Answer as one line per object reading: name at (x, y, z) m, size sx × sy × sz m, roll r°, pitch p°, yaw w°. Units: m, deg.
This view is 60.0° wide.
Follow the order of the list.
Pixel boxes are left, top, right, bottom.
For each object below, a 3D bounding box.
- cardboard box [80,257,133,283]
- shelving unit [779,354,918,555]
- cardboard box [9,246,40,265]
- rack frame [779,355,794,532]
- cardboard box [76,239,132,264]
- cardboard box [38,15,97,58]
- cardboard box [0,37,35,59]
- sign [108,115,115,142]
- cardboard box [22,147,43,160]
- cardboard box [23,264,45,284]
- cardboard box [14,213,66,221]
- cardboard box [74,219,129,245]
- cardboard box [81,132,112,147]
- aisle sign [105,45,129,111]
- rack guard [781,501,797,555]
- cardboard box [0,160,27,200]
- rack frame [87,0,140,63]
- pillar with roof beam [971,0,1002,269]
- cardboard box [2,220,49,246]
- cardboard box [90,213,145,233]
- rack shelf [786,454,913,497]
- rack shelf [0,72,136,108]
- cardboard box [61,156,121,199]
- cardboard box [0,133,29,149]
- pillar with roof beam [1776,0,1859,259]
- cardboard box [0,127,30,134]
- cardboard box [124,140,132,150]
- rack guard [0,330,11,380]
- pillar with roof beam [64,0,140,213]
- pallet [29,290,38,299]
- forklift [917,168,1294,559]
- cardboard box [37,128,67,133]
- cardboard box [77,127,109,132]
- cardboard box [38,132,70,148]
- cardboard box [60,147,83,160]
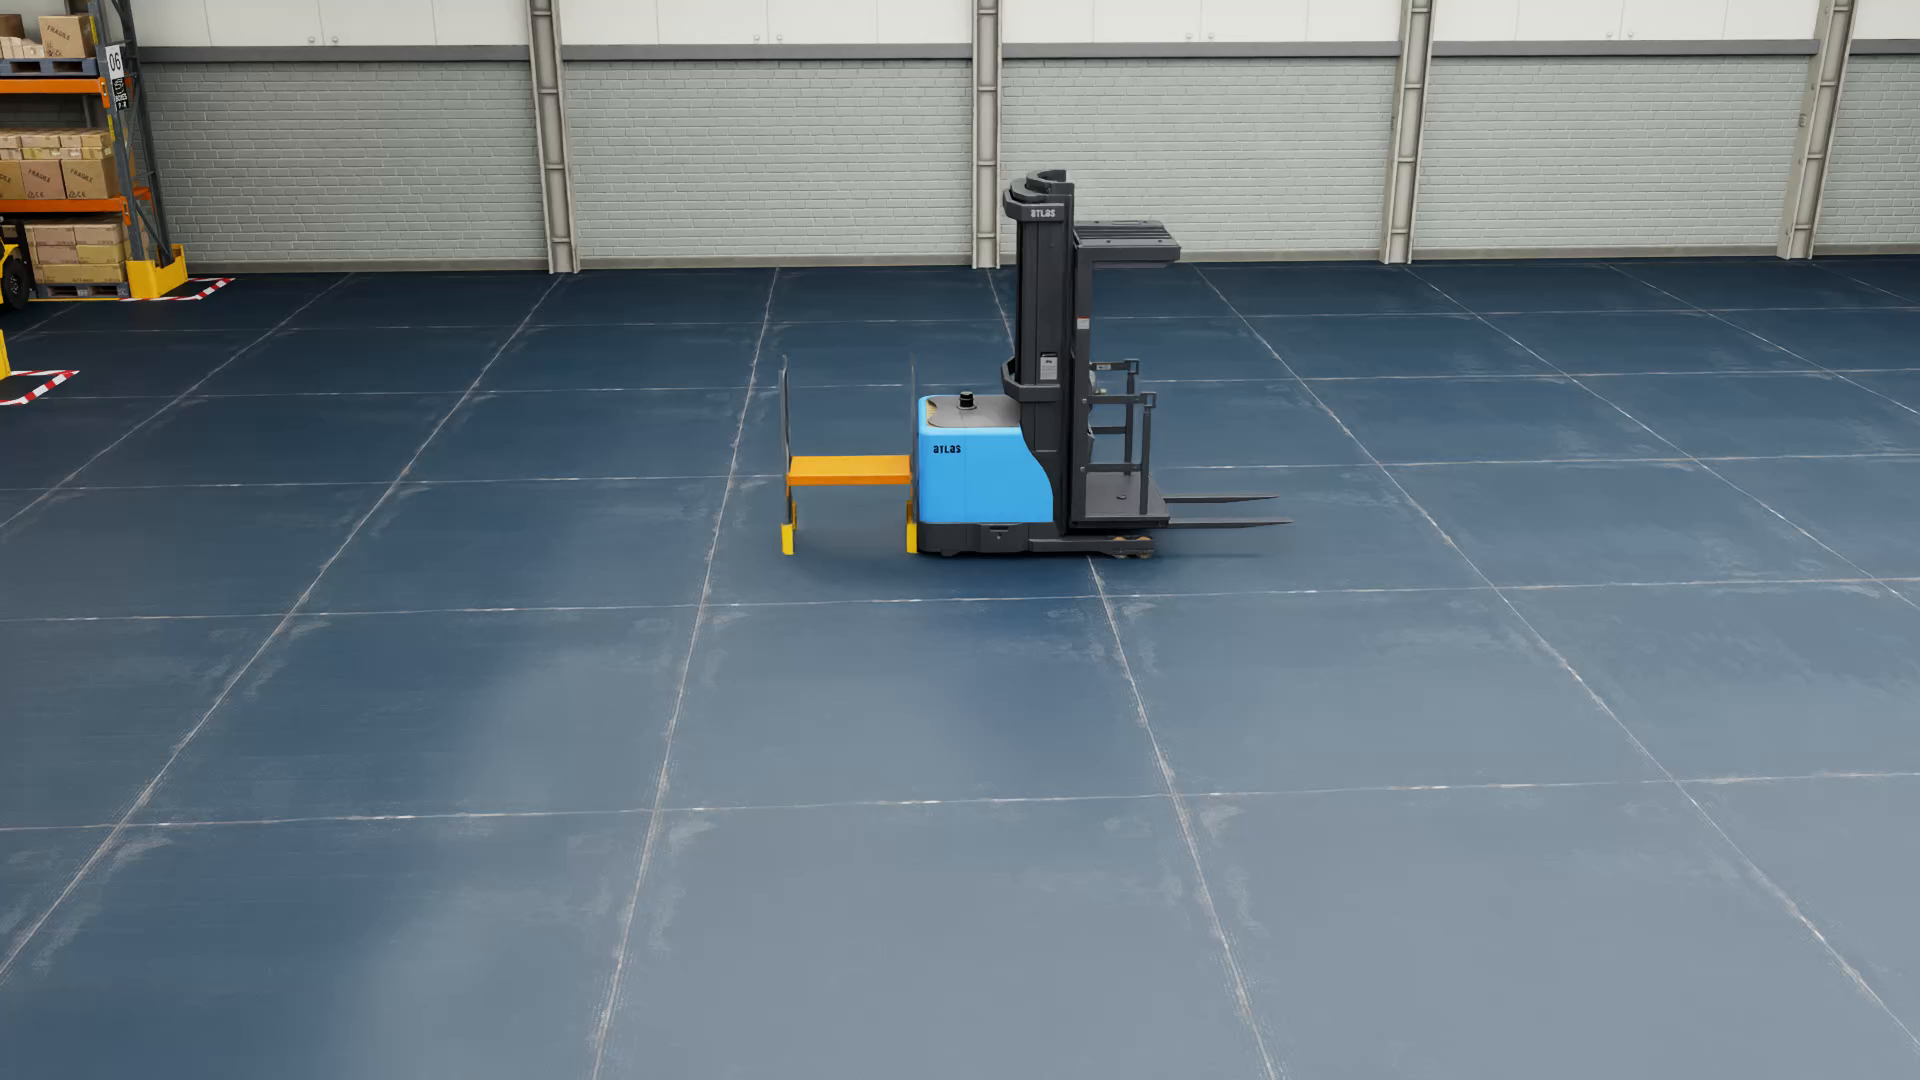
cardboard box at (-11.317, -3.592, 22.114) m, size 0.500 × 0.250 × 0.500 m, roll -1°, pitch 21°, yaw -3°
shelving unit at (-0.891, -0.692, 13.331) m, size 1.083 × 1.500 × 0.587 m, roll -1°, pitch 21°, yaw -2°
cardboard box at (-12.350, -3.802, 21.964) m, size 0.500 × 0.250 × 0.500 m, roll -2°, pitch 21°, yaw -4°
rack frame at (-1.390, -0.686, 13.316) m, size 0.032 × 1.500 × 0.500 m, roll -1°, pitch 21°, yaw -2°
cardboard box at (-11.334, -3.827, 22.028) m, size 0.500 × 0.250 × 0.500 m, roll -1°, pitch 21°, yaw -4°
cardboard box at (-11.294, -6.399, 21.125) m, size 0.500 × 0.500 × 0.500 m, roll 0°, pitch 21°, yaw -1°
cardboard box at (-11.929, -6.255, 21.076) m, size 0.258 × 0.266 × 0.396 m, roll -1°, pitch 21°, yaw -3°
sign at (-10.849, -5.261, 21.265) m, size 0.005 × 0.325 × 0.100 m, roll -1°, pitch 21°, yaw -3°
cardboard box at (-11.961, -5.046, 21.606) m, size 0.250 × 0.149 × 0.380 m, roll -1°, pitch 21°, yaw -3°
cardboard box at (-12.314, -3.578, 22.078) m, size 0.500 × 0.250 × 0.500 m, roll -1°, pitch 21°, yaw -2°
cardboard box at (-12.356, -4.221, 22.361) m, size 0.500 × 0.250 × 0.500 m, roll -1°, pitch 21°, yaw -3°
cardboard box at (-11.308, -4.061, 21.941) m, size 0.500 × 0.250 × 0.500 m, roll 0°, pitch 21°, yaw -1°
cardboard box at (-11.212, -5.209, 21.618) m, size 0.250 × 0.149 × 0.380 m, roll -1°, pitch 21°, yaw -3°
aisle sign at (-10.784, -5.915, 21.287) m, size 0.004 × 0.787 × 0.394 m, roll -1°, pitch 21°, yaw -3°
rack guard at (-1.389, -0.102, 13.539) m, size 0.087 × 0.250 × 0.587 m, roll -1°, pitch 21°, yaw -2°
cardboard box at (-12.373, -4.728, 21.684) m, size 0.500 × 0.500 × 0.500 m, roll -2°, pitch 21°, yaw -4°
rack frame at (-10.866, -7.606, 20.952) m, size 0.127 × 3.000 × 1.000 m, roll -1°, pitch 21°, yaw -3°
pillar with roof beam at (0.613, -6.627, 18.380) m, size 0.400 × 9.000 × 9.100 m, roll -1°, pitch 21°, yaw -3°
cardboard box at (-12.321, -4.035, 21.872) m, size 0.500 × 0.250 × 0.500 m, roll -1°, pitch 21°, yaw -2°
cardboard box at (-11.357, -4.239, 22.407) m, size 0.500 × 0.250 × 0.500 m, roll -1°, pitch 21°, yaw -4°
rack shelf at (-0.882, -0.524, 13.396) m, size 1.000 × 0.185 × 0.538 m, roll -1°, pitch 21°, yaw -2°
rack shelf at (-12.863, -5.828, 21.507) m, size 4.000 × 0.370 × 1.077 m, roll -1°, pitch 21°, yaw -3°
cardboard box at (-11.343, -4.746, 21.731) m, size 0.500 × 0.500 × 0.500 m, roll -2°, pitch 21°, yaw -4°
cardboard box at (-12.223, -5.155, 21.475) m, size 0.250 × 0.149 × 0.380 m, roll -1°, pitch 21°, yaw -2°
pillar with roof beam at (12.594, -6.871, 19.020) m, size 0.400 × 9.000 × 9.100 m, roll -1°, pitch 21°, yaw -3°
cardboard box at (-12.517, -5.373, 22.047) m, size 0.250 × 0.149 × 0.380 m, roll -2°, pitch 21°, yaw -4°
cardboard box at (-11.220, -5.238, 22.110) m, size 0.250 × 0.149 × 0.380 m, roll -2°, pitch 21°, yaw -4°
rack guard at (-10.655, -1.870, 17.829) m, size 0.348 × 0.500 × 1.175 m, roll -1°, pitch 21°, yaw -3°
pillar with roof beam at (-11.367, -6.383, 17.739) m, size 0.400 × 9.000 × 9.100 m, roll -1°, pitch 21°, yaw -3°
pallet at (-12.843, -3.445, 22.374) m, size 1.213 × 0.211 × 1.003 m, roll -1°, pitch 21°, yaw -3°
forklift at (1.168, -1.411, 13.208) m, size 3.031 × 2.935 × 1.130 m, roll -1°, pitch 21°, yaw -2°
cardboard box at (-11.988, -5.357, 22.006) m, size 0.250 × 0.149 × 0.380 m, roll -1°, pitch 21°, yaw -3°
cardboard box at (-11.483, -5.377, 22.059) m, size 0.250 × 0.149 × 0.380 m, roll 0°, pitch 21°, yaw -1°
cardboard box at (-11.716, -5.178, 21.537) m, size 0.250 × 0.149 × 0.380 m, roll -1°, pitch 21°, yaw -2°
cardboard box at (-11.450, -5.030, 21.565) m, size 0.250 × 0.149 × 0.380 m, roll -1°, pitch 21°, yaw -2°
